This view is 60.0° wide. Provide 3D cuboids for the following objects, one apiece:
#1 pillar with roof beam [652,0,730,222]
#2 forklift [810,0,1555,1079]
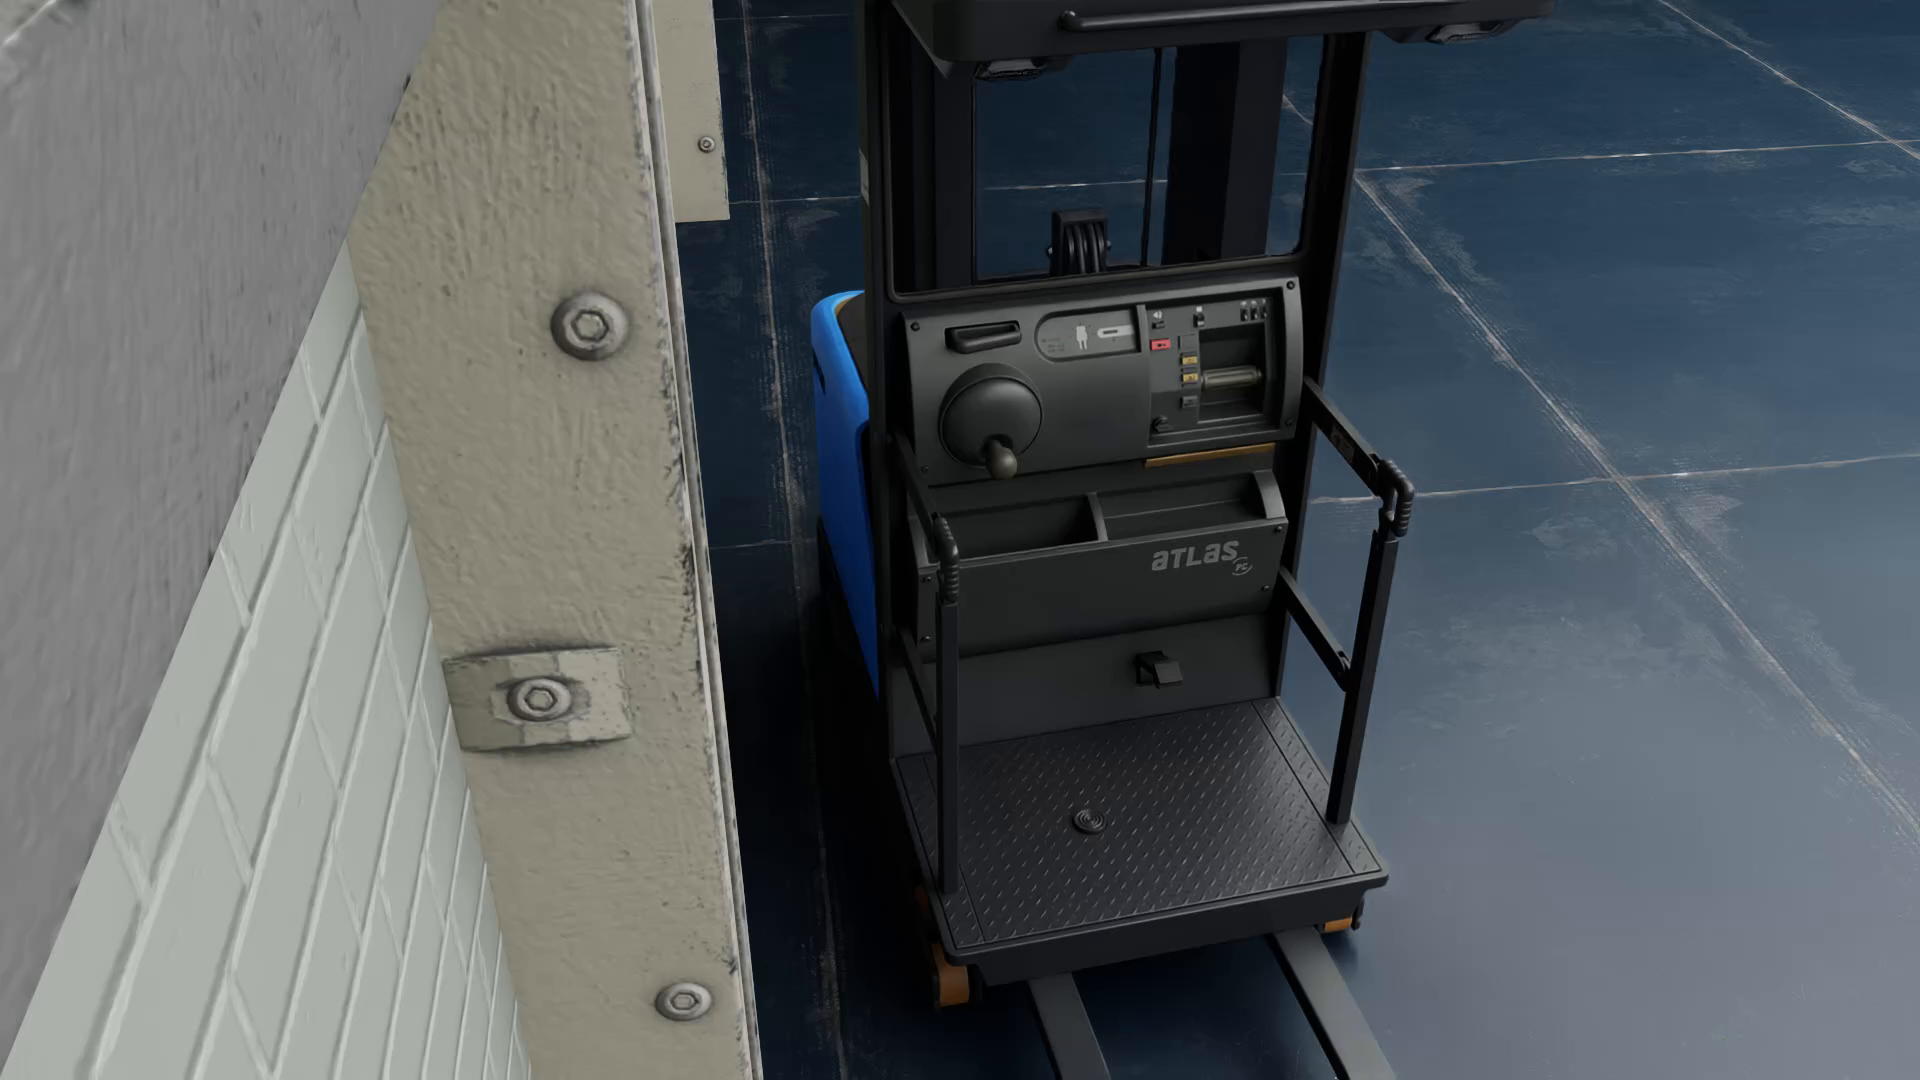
[{"bbox_3d":[2.975,-5.690,6.108,9.100,9.000,0.400,-4,35,-6],"label":"pillar with roof beam"},{"bbox_3d":[0.389,-0.310,3.602,1.130,2.935,3.031,-8,35,-11],"label":"forklift"}]
